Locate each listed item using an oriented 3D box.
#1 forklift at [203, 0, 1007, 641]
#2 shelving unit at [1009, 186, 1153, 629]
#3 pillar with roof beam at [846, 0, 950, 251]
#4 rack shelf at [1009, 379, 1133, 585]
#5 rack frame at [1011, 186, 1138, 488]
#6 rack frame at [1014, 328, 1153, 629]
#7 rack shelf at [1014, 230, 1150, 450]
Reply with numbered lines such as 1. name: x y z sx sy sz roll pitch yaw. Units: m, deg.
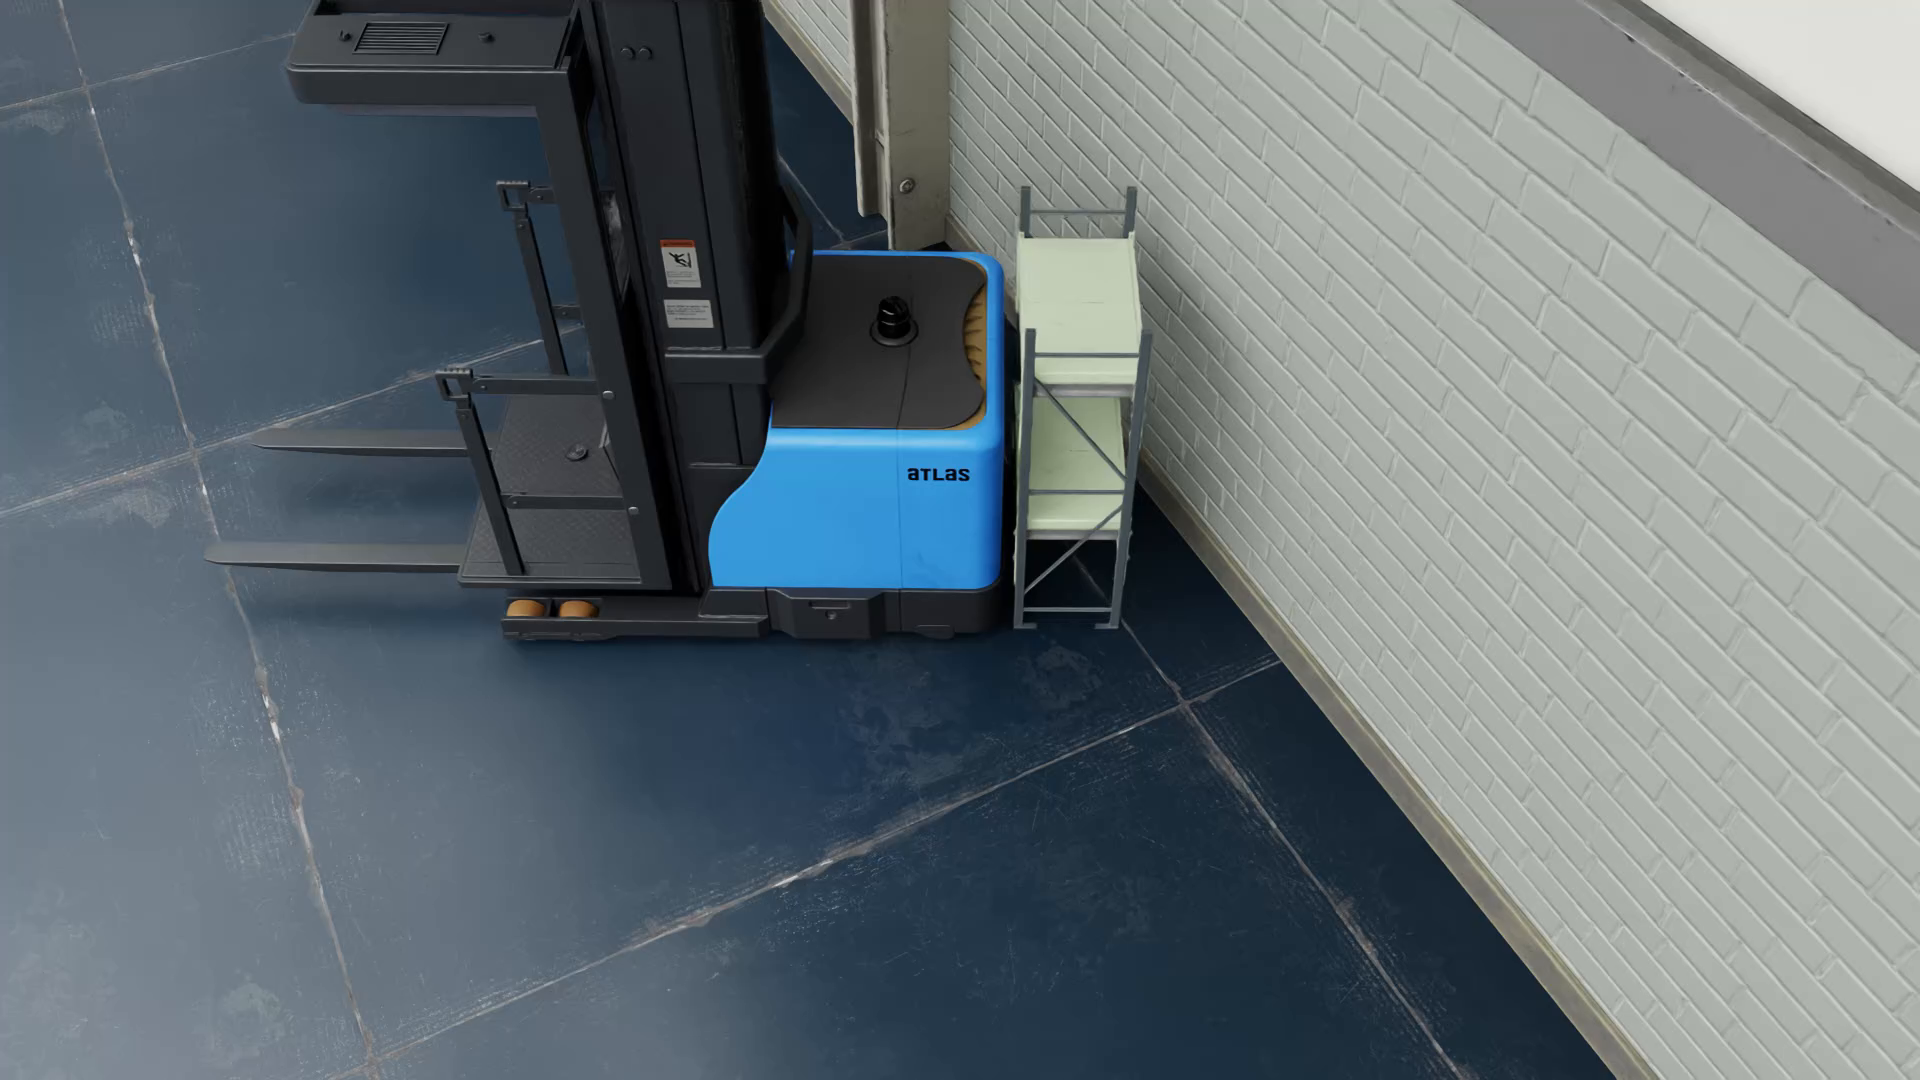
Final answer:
1. forklift: -1.346 -0.981 5.553 3.031 2.935 1.130 1 49 1
2. shelving unit: 0.407 -0.439 6.030 0.431 1.500 0.755 0 49 0
3. pillar with roof beam: -4.095 -2.993 3.282 9.100 9.000 0.400 -21 52 -18
4. rack shelf: 0.407 -0.224 6.275 0.431 0.370 0.720 0 49 0
5. rack frame: 0.409 -0.714 6.271 0.400 1.500 0.023 0 49 0
6. rack frame: 0.405 -0.163 5.789 0.400 1.500 0.023 0 49 0
7. rack shelf: 0.407 -0.696 5.736 0.431 0.370 0.720 0 49 0
